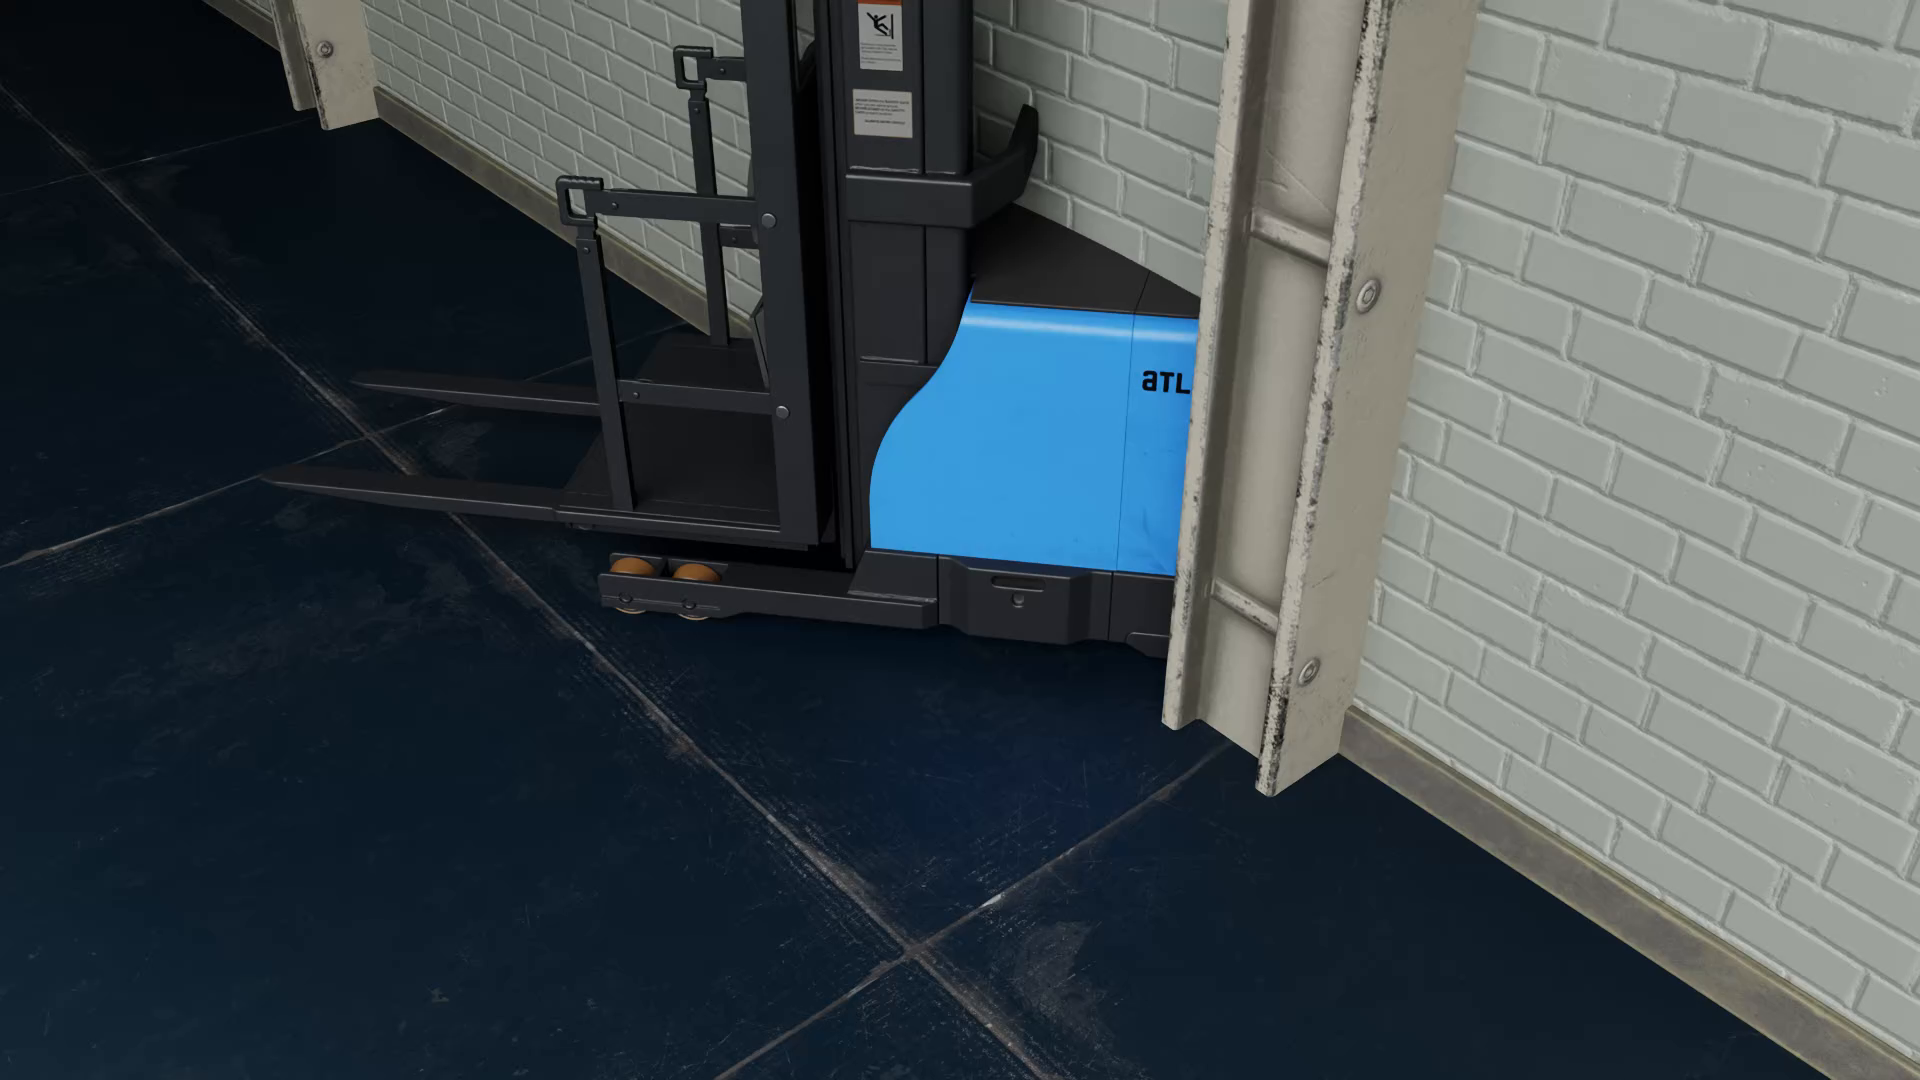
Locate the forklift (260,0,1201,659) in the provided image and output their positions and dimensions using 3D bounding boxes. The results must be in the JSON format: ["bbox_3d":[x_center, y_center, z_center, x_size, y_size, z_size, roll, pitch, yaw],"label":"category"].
[{"bbox_3d":[-0.616,-1.254,4.485,3.031,2.935,1.130,5,36,8],"label":"forklift"}]

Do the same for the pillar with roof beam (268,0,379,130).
[{"bbox_3d":[-6.368,-4.192,3.383,9.100,9.000,0.400,-26,43,-32],"label":"pillar with roof beam"}]
